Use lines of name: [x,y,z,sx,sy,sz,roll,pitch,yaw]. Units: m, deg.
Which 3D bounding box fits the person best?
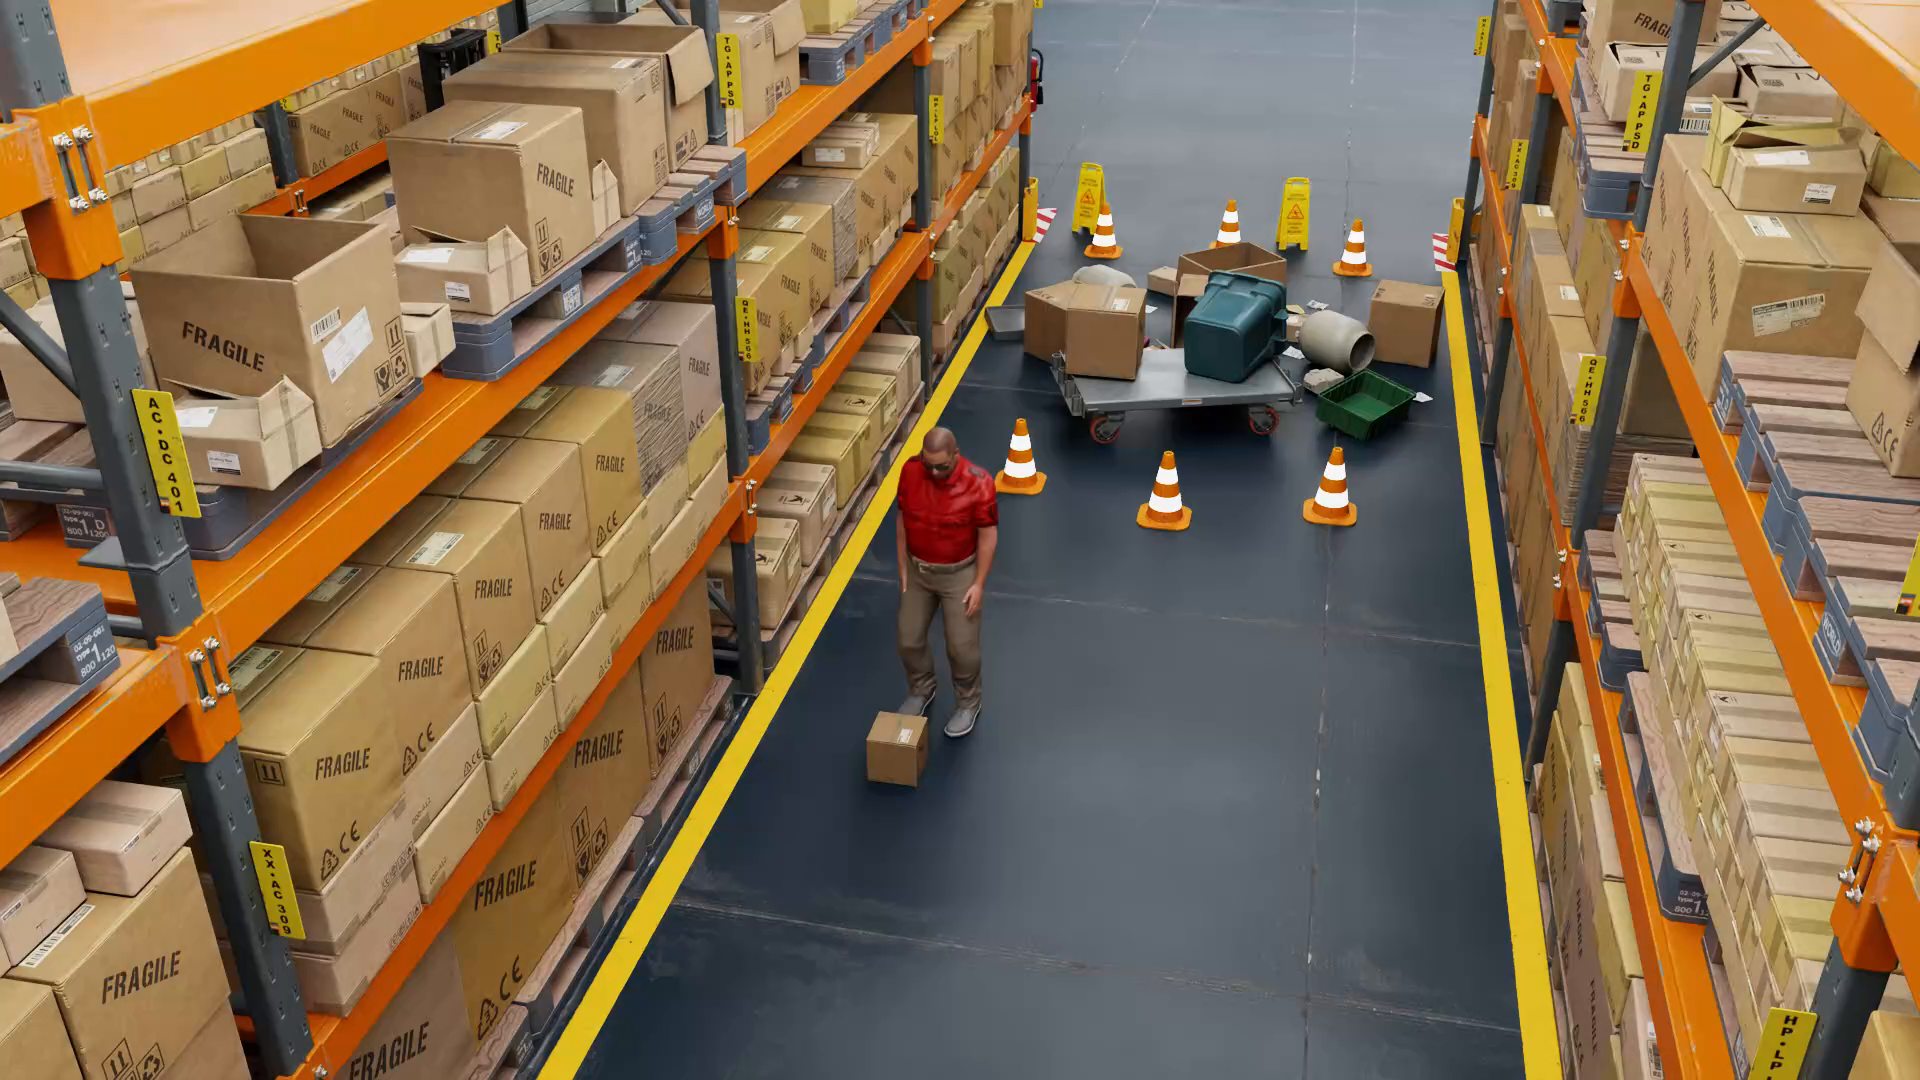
person: [-0.073,0.187,8.339,0.547,1.699,0.389,13,31,22]
